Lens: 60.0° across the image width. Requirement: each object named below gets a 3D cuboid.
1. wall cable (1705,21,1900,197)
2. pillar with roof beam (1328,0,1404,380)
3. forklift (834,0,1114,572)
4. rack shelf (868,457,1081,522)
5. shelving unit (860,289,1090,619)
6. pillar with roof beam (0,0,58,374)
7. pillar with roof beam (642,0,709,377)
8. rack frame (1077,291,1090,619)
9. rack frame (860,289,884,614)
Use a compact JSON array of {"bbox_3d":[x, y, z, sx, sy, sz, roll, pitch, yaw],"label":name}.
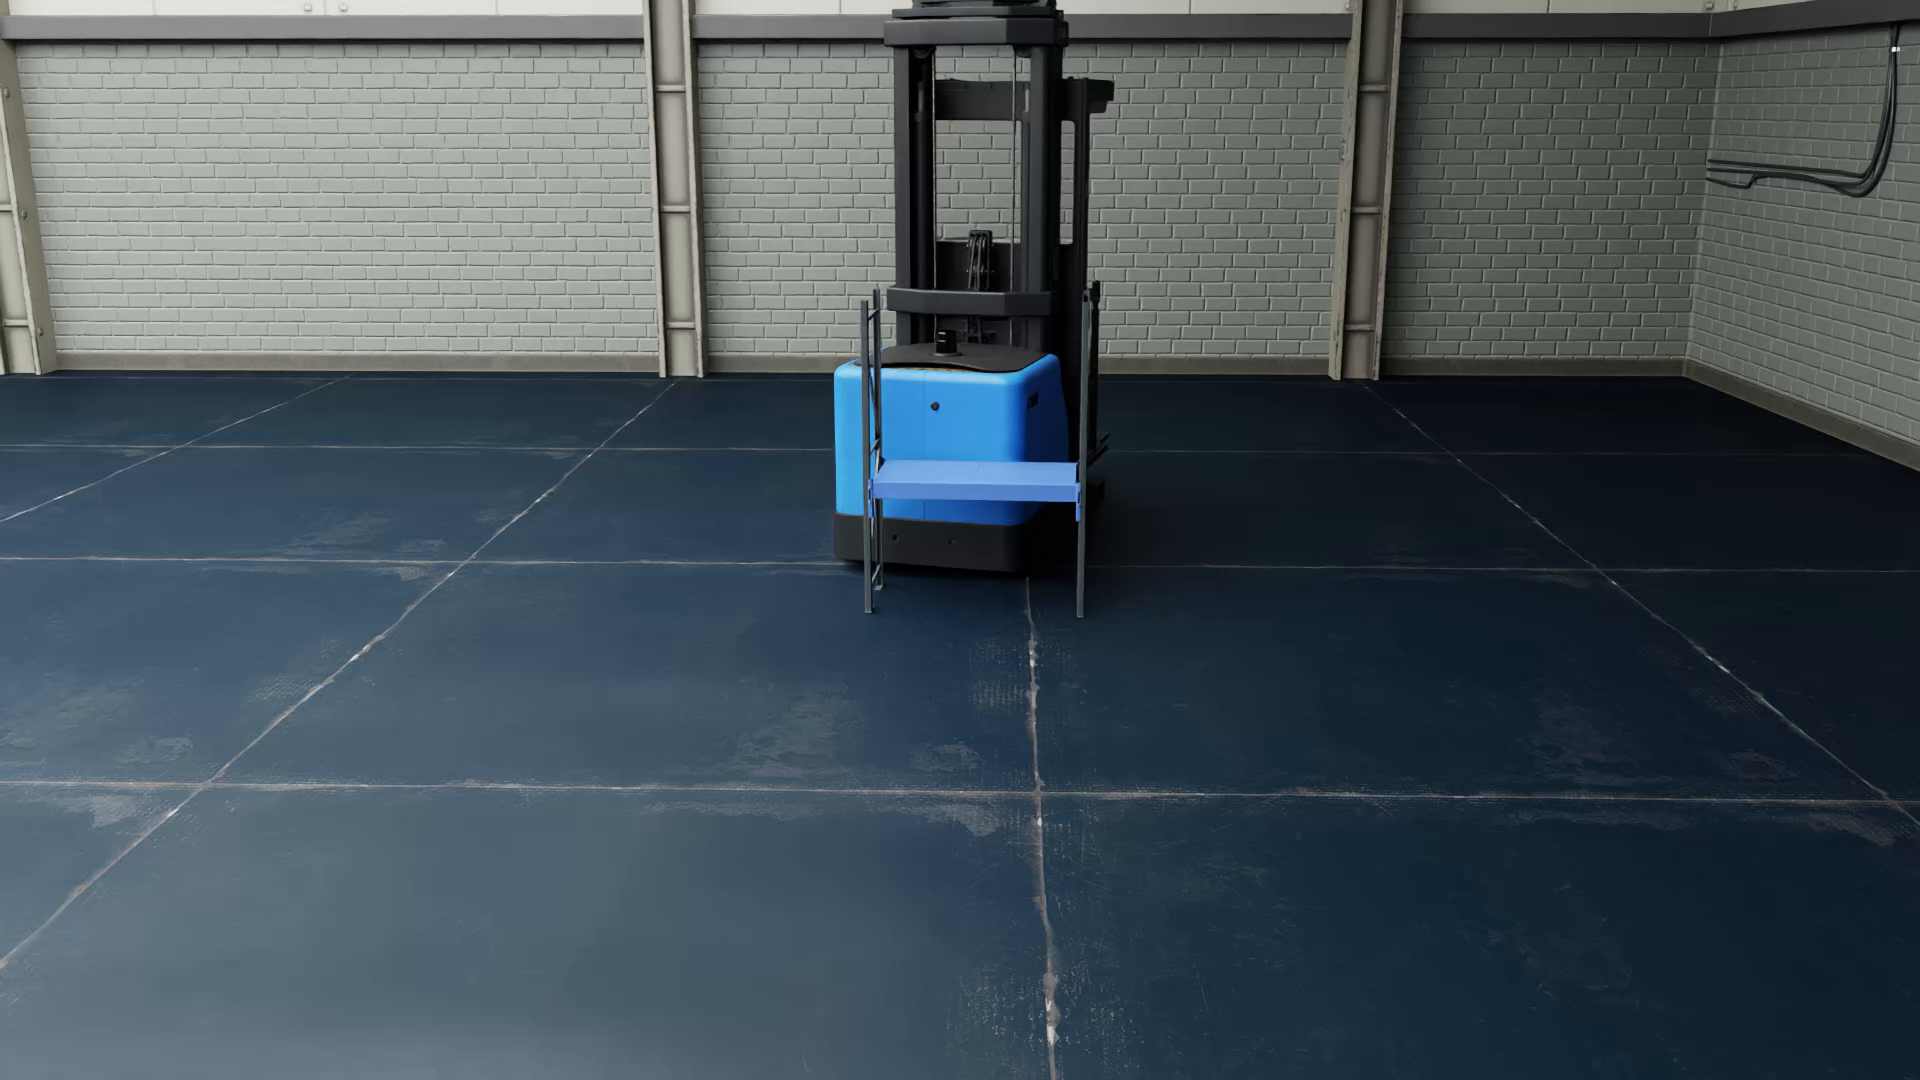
[{"bbox_3d":[6.426,-3.949,12.755,0.112,2.526,3.097,0,15,1],"label":"wall cable"},{"bbox_3d":[3.405,-4.709,9.549,0.400,9.000,9.100,0,15,1],"label":"pillar with roof beam"},{"bbox_3d":[0.250,-1.586,9.606,1.130,2.935,3.031,4,15,16],"label":"forklift"},{"bbox_3d":[0.084,-0.250,8.053,1.000,0.185,0.538,1,15,4],"label":"rack shelf"},{"bbox_3d":[0.084,-0.424,8.007,1.048,1.500,0.538,1,15,4],"label":"shelving unit"},{"bbox_3d":[-8.592,-4.787,9.845,0.400,9.000,9.100,0,15,1],"label":"pillar with roof beam"},{"bbox_3d":[-2.594,-4.748,9.697,0.400,9.000,9.100,0,15,1],"label":"pillar with roof beam"},{"bbox_3d":[0.591,-0.414,7.970,0.032,1.500,0.500,1,15,4],"label":"rack frame"},{"bbox_3d":[-0.423,-0.434,8.045,0.032,1.500,0.500,1,15,4],"label":"rack frame"}]
